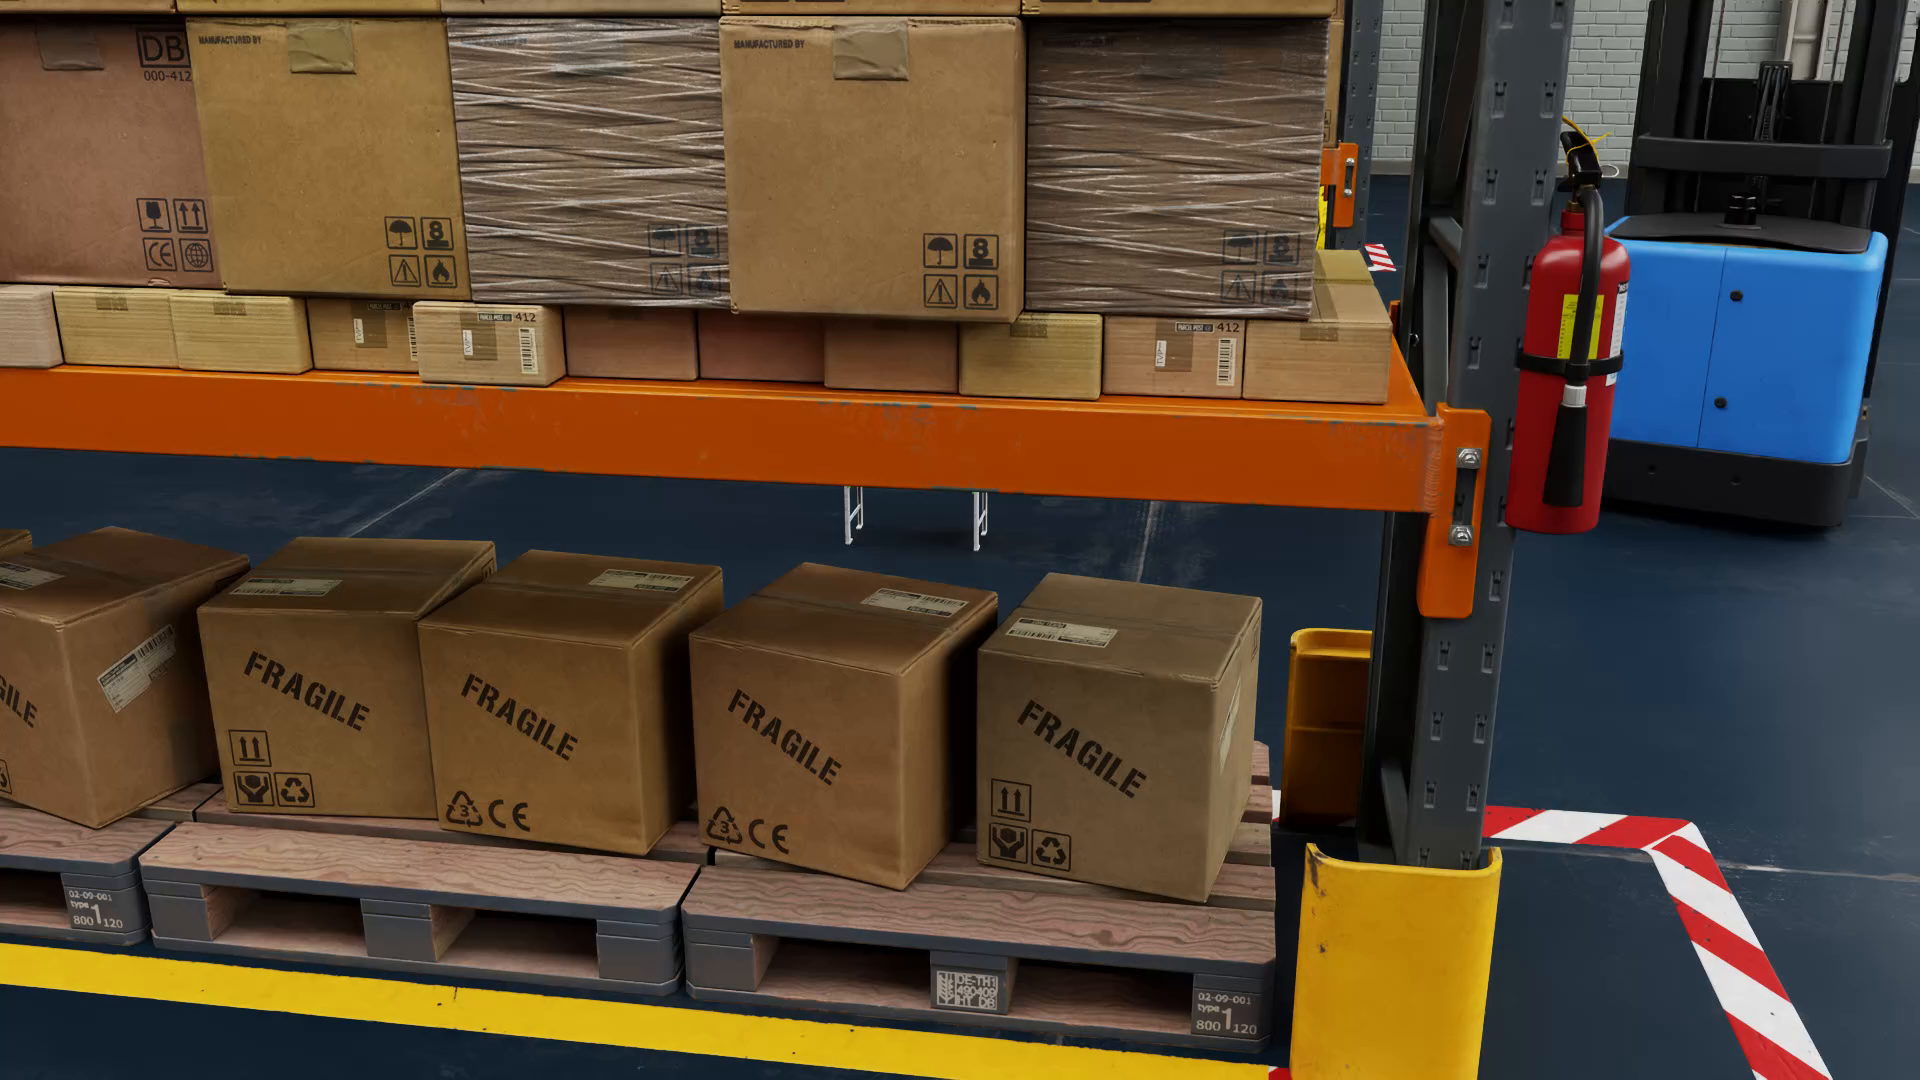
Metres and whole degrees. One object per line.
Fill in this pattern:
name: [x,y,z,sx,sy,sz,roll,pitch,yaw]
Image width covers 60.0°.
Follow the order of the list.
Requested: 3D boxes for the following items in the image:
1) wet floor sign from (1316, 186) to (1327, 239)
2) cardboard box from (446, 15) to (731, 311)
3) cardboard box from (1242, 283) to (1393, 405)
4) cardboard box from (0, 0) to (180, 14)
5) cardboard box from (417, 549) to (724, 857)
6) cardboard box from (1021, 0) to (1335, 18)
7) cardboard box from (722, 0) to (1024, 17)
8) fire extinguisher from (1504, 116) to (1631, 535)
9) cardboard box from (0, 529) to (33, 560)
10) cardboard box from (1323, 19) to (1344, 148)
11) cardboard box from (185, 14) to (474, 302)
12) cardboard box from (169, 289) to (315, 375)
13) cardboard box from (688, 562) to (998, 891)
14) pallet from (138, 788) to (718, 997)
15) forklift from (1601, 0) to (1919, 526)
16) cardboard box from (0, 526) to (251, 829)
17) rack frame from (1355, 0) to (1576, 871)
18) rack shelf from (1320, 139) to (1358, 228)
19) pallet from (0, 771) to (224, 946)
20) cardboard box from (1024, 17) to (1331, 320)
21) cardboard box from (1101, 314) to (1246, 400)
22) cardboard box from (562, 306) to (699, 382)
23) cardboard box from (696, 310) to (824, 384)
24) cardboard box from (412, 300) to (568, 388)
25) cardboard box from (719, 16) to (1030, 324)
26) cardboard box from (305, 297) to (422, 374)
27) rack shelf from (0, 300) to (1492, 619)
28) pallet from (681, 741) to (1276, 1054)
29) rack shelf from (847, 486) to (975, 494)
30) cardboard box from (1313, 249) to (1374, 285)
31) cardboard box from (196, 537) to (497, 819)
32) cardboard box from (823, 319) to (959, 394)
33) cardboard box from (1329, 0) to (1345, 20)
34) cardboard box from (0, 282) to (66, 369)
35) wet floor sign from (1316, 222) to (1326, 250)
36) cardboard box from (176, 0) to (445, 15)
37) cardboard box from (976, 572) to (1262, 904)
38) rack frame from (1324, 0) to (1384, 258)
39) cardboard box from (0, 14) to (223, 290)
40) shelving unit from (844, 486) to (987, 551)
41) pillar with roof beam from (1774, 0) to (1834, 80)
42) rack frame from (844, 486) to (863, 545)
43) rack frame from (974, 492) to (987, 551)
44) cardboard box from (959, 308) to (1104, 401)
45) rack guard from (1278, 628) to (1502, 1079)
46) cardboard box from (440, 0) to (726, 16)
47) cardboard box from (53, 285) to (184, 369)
wet floor sign: [2.556,-2.183,11.809,0.232,0.644,0.267,10,21,27]
cardboard box: [-0.572,-0.790,3.311,0.500,0.500,0.875,3,19,9]
cardboard box: [0.652,-0.370,3.077,0.250,0.149,0.380,3,19,9]
cardboard box: [-1.592,-1.251,3.112,0.500,0.500,0.500,3,19,9]
cardboard box: [-0.858,0.354,3.796,0.500,0.500,0.500,5,19,14]
cardboard box: [0.384,-1.152,2.817,0.500,0.500,0.500,3,19,9]
cardboard box: [-0.111,-1.175,2.887,0.500,0.500,0.500,3,19,9]
fire extinguisher: [1.006,-0.352,2.751,0.183,0.674,0.296,3,19,9]
cardboard box: [-2.595,0.278,4.021,0.500,0.500,0.500,2,19,7]
cardboard box: [1.479,-2.164,7.806,0.550,0.550,0.875,3,19,9]
cardboard box: [-1.064,-0.819,3.397,0.500,0.500,0.875,3,19,9]
cardboard box: [-1.336,-0.445,3.302,0.250,0.149,0.380,3,19,9]
cardboard box: [-0.243,0.391,3.685,0.500,0.500,0.500,8,20,23]
pallet: [-1.106,0.665,3.982,1.213,0.211,1.003,3,19,9]
forklift: [3.564,-1.860,7.242,1.130,2.935,3.031,10,21,28]
cardboard box: [-2.028,0.305,3.942,0.500,0.500,0.500,9,21,26]
rack frame: [0.966,-0.539,3.187,0.127,3.000,1.000,3,19,9]
rack shelf: [-0.122,-1.847,8.231,4.000,0.370,1.077,3,19,9]
pallet: [-2.315,0.605,4.163,1.213,0.211,1.003,3,19,9]
cardboard box: [0.427,-0.764,3.232,0.500,0.500,0.875,3,19,9]
cardboard box: [0.405,-0.382,3.115,0.250,0.149,0.380,3,19,9]
cardboard box: [-0.585,-0.427,3.249,0.250,0.149,0.380,3,19,9]
cardboard box: [-0.334,-0.422,3.233,0.250,0.149,0.380,3,19,9]
cardboard box: [-0.846,-0.412,3.204,0.250,0.149,0.380,3,19,9]
cardboard box: [-0.085,-0.751,3.195,0.500,0.500,0.875,3,19,9]
cardboard box: [-1.081,-0.447,3.306,0.250,0.149,0.380,3,19,9]
rack shelf: [-1.009,-0.299,3.602,4.000,0.370,1.077,3,19,9]
pallet: [0.095,0.727,3.796,1.213,0.211,1.003,3,19,9]
rack shelf: [-0.163,-0.289,6.234,0.480,0.148,0.258,3,19,9]
cardboard box: [0.723,-0.509,3.493,0.250,0.149,0.380,3,19,9]
cardboard box: [-1.402,0.312,3.922,0.500,0.500,0.500,1,19,4]
cardboard box: [-0.094,-0.396,3.156,0.250,0.149,0.380,3,19,9]
cardboard box: [1.492,-2.702,7.713,0.550,0.550,0.875,3,19,9]
cardboard box: [-1.834,-0.461,3.348,0.250,0.149,0.380,3,19,9]
wet floor sign: [2.195,-1.590,10.039,0.232,0.644,0.267,0,19,-1]
cardboard box: [-1.096,-1.229,3.047,0.500,0.500,0.500,3,19,9]
cardboard box: [0.352,0.410,3.627,0.500,0.500,0.500,7,20,19]
rack frame: [1.853,-2.088,7.816,0.127,3.000,1.000,3,19,9]
cardboard box: [-1.551,-0.857,3.511,0.500,0.500,0.875,3,19,9]
shelving unit: [-0.163,-0.577,6.138,0.503,1.200,0.258,3,19,9]
pillar with roof beam: [8.018,-6.711,12.178,0.400,9.000,9.100,3,19,9]
rack frame: [-0.404,-0.590,6.174,0.015,1.200,0.240,3,19,9]
rack frame: [0.077,-0.565,6.101,0.015,1.200,0.240,3,19,9]
cardboard box: [0.150,-0.379,3.104,0.250,0.149,0.380,3,19,9]
rack guard: [0.891,0.642,3.595,0.348,0.500,1.175,3,19,9]
cardboard box: [-0.604,-1.201,2.964,0.500,0.500,0.500,3,19,9]
cardboard box: [-1.581,-0.461,3.350,0.250,0.149,0.380,3,19,9]
